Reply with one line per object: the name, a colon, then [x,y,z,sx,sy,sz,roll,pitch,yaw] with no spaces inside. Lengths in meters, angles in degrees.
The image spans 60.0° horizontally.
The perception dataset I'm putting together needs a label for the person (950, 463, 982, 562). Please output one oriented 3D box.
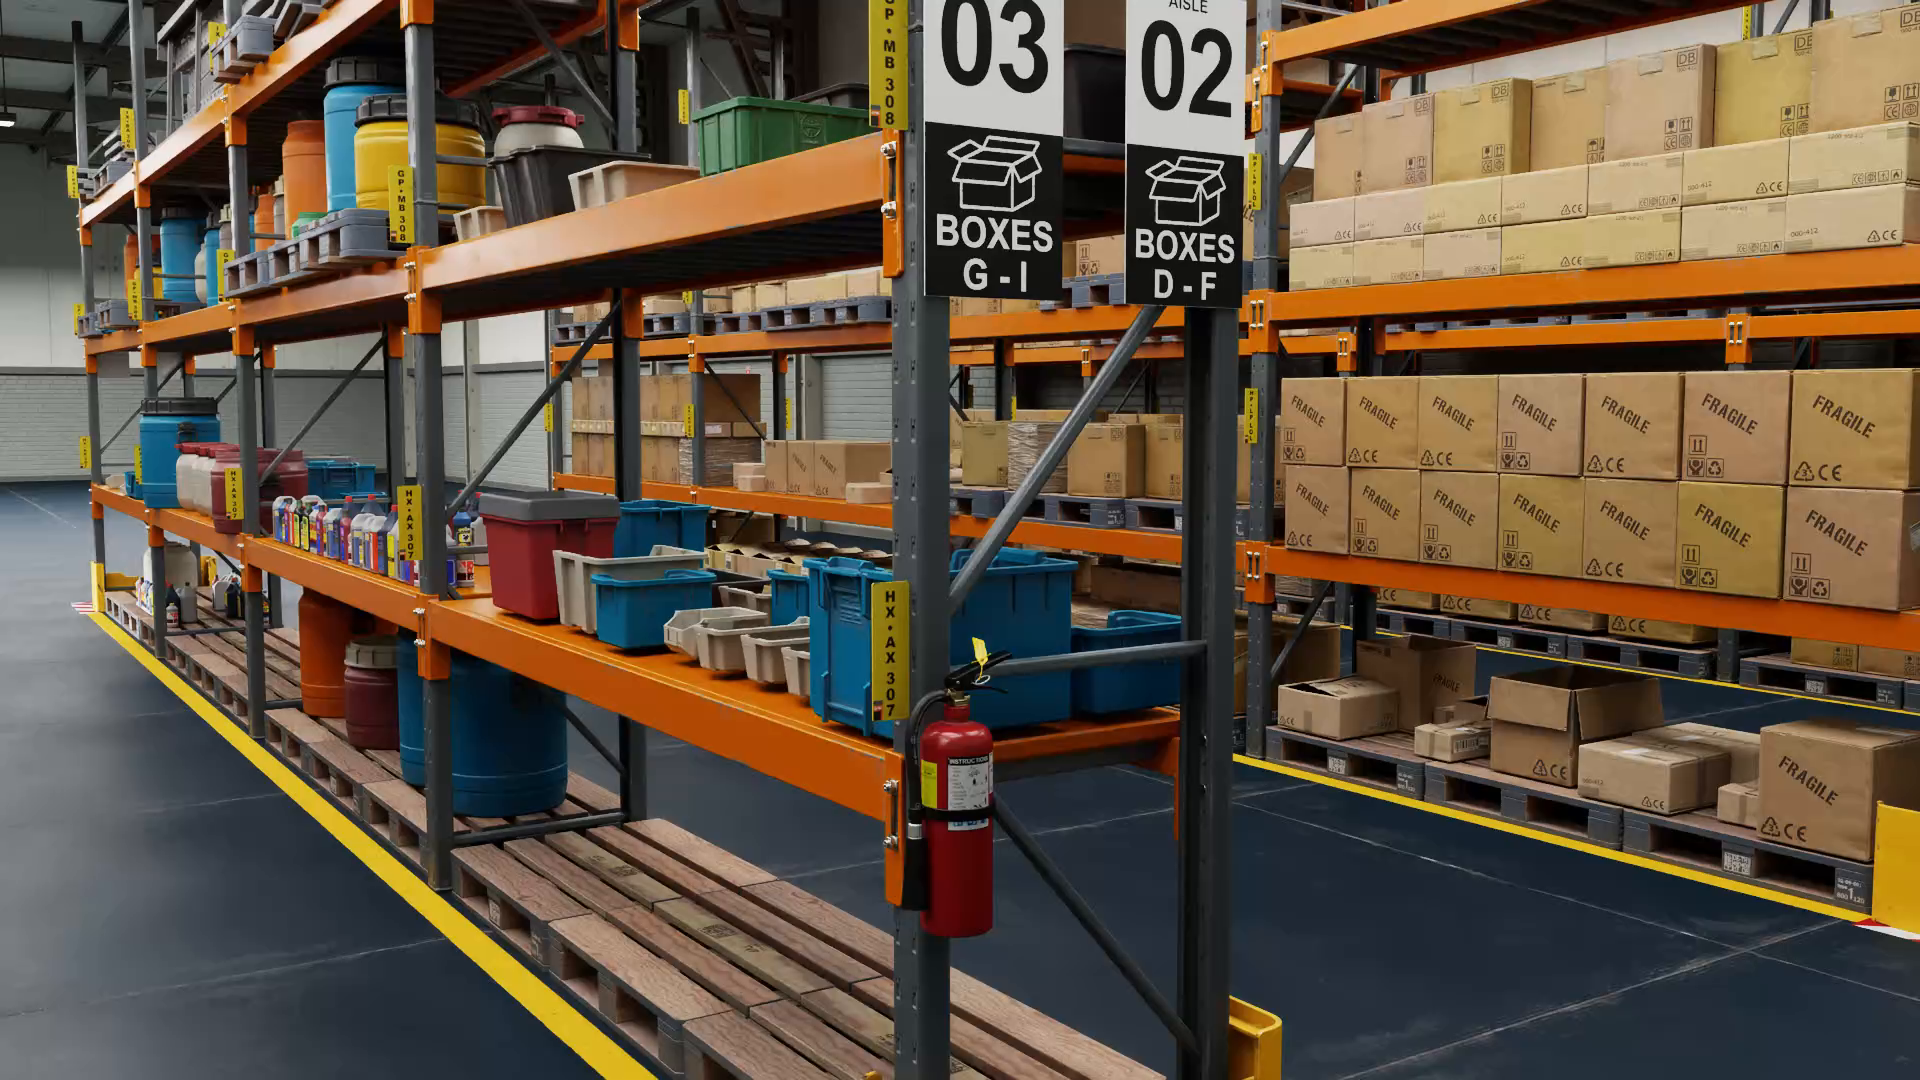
person: [0.055,-0.015,16.297,0.514,1.653,0.402,-3,6,-35]
